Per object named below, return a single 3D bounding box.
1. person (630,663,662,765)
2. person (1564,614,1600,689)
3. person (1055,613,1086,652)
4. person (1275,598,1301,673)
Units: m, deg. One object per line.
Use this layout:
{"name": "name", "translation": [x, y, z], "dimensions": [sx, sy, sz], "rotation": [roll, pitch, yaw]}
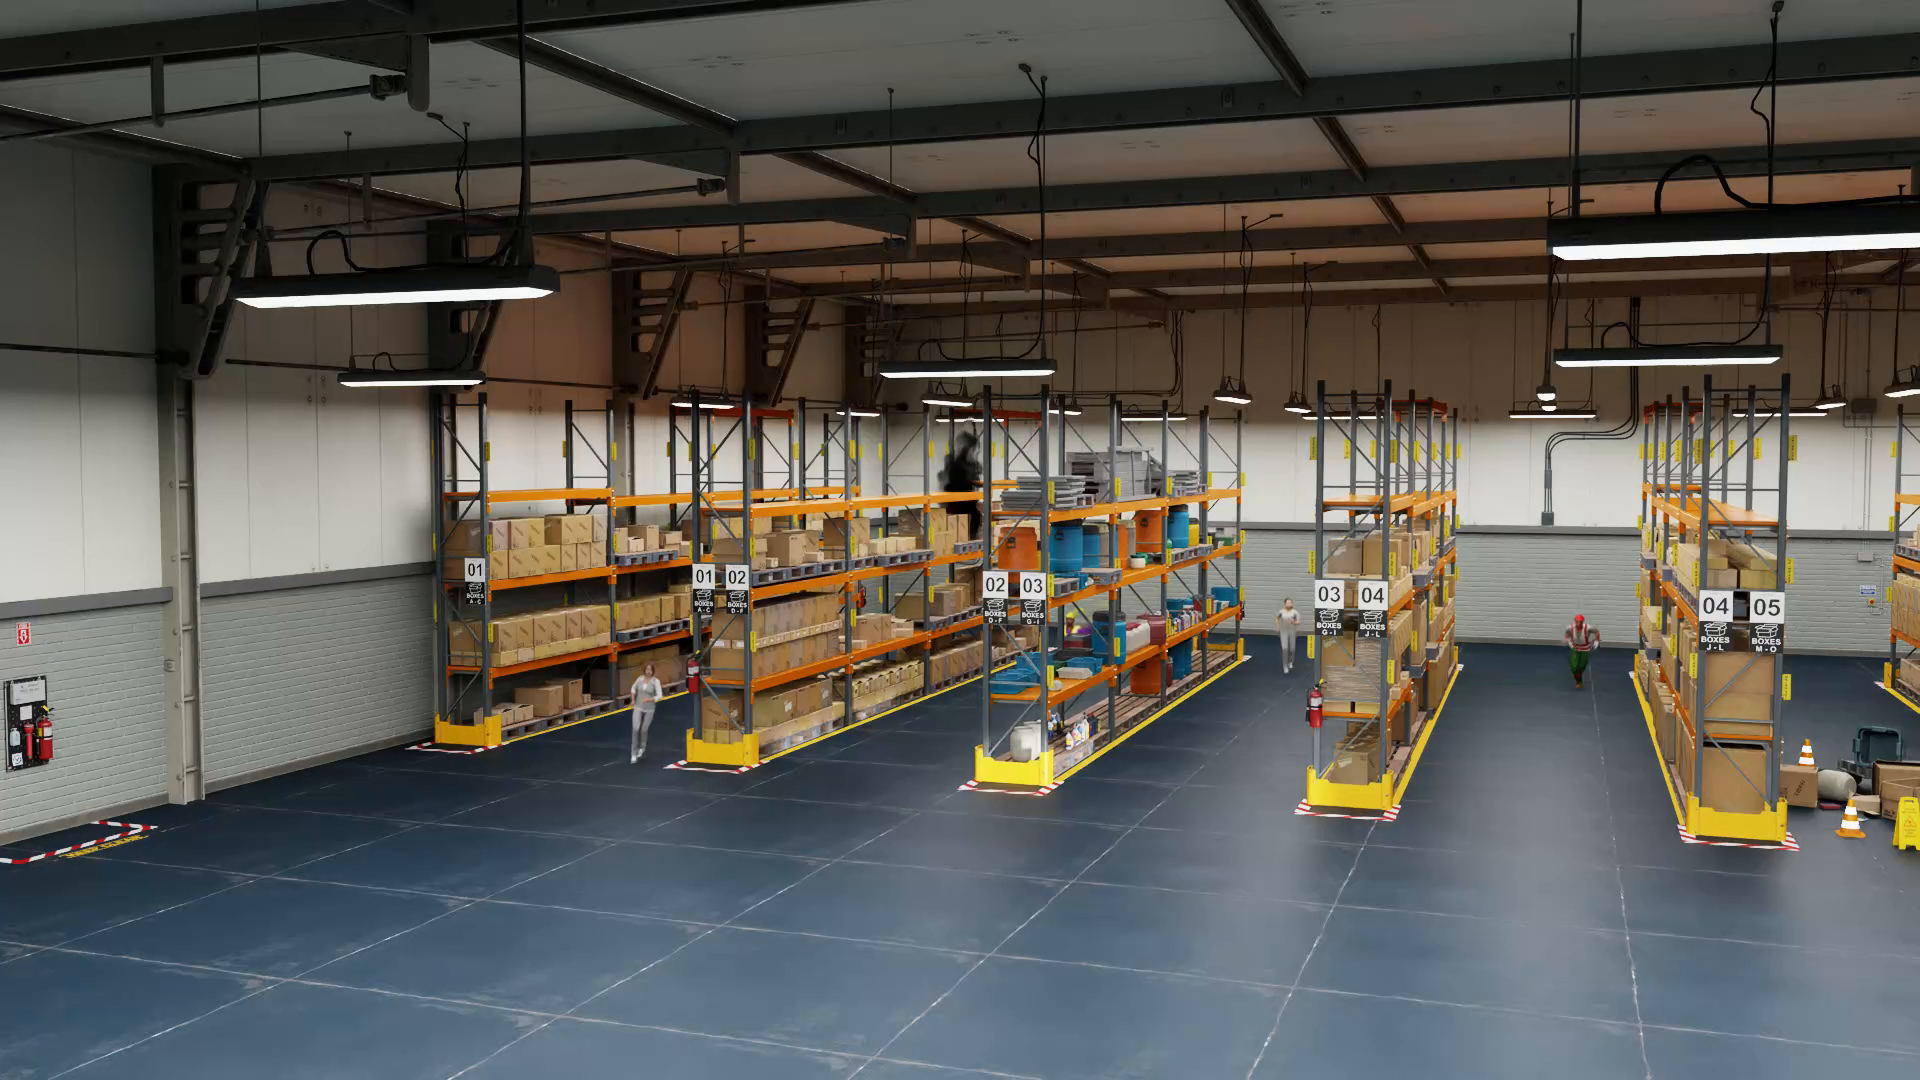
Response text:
{"name": "person", "translation": [-5.070, 2.784, 26.895], "dimensions": [0.525, 1.617, 0.701], "rotation": [0, 3, -6]}
{"name": "person", "translation": [13.080, 2.345, 34.988], "dimensions": [0.687, 1.619, 0.850], "rotation": [1, 3, 25]}
{"name": "person", "translation": [2.253, 2.339, 33.988], "dimensions": [0.703, 1.721, 0.587], "rotation": [1, 3, 24]}
{"name": "person", "translation": [7.429, 2.136, 37.649], "dimensions": [0.564, 1.656, 0.968], "rotation": [0, 3, 9]}
